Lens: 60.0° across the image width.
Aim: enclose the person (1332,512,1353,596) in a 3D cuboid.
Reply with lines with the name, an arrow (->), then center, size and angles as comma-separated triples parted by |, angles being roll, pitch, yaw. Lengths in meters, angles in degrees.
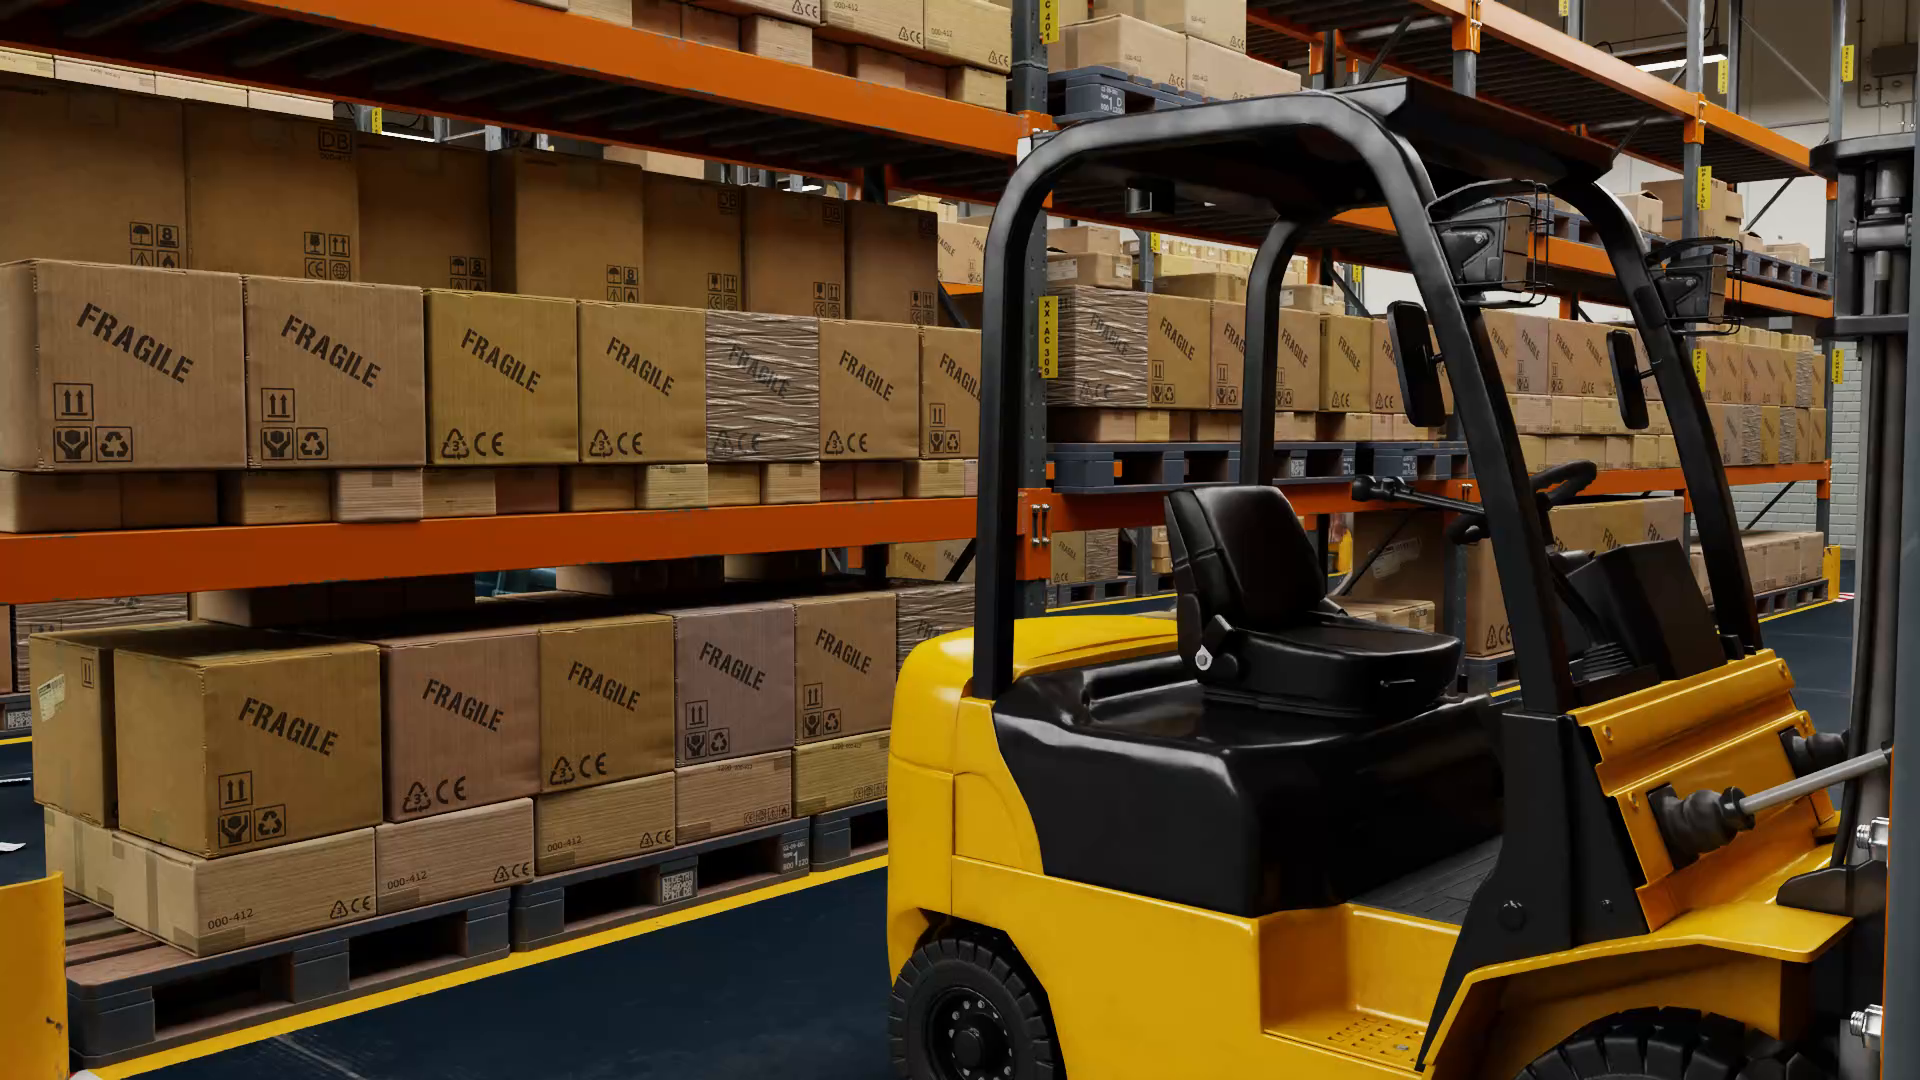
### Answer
person -> 3.378, -0.174, 13.682 | 1.012, 1.677, 0.541 | -2, 4, -28
